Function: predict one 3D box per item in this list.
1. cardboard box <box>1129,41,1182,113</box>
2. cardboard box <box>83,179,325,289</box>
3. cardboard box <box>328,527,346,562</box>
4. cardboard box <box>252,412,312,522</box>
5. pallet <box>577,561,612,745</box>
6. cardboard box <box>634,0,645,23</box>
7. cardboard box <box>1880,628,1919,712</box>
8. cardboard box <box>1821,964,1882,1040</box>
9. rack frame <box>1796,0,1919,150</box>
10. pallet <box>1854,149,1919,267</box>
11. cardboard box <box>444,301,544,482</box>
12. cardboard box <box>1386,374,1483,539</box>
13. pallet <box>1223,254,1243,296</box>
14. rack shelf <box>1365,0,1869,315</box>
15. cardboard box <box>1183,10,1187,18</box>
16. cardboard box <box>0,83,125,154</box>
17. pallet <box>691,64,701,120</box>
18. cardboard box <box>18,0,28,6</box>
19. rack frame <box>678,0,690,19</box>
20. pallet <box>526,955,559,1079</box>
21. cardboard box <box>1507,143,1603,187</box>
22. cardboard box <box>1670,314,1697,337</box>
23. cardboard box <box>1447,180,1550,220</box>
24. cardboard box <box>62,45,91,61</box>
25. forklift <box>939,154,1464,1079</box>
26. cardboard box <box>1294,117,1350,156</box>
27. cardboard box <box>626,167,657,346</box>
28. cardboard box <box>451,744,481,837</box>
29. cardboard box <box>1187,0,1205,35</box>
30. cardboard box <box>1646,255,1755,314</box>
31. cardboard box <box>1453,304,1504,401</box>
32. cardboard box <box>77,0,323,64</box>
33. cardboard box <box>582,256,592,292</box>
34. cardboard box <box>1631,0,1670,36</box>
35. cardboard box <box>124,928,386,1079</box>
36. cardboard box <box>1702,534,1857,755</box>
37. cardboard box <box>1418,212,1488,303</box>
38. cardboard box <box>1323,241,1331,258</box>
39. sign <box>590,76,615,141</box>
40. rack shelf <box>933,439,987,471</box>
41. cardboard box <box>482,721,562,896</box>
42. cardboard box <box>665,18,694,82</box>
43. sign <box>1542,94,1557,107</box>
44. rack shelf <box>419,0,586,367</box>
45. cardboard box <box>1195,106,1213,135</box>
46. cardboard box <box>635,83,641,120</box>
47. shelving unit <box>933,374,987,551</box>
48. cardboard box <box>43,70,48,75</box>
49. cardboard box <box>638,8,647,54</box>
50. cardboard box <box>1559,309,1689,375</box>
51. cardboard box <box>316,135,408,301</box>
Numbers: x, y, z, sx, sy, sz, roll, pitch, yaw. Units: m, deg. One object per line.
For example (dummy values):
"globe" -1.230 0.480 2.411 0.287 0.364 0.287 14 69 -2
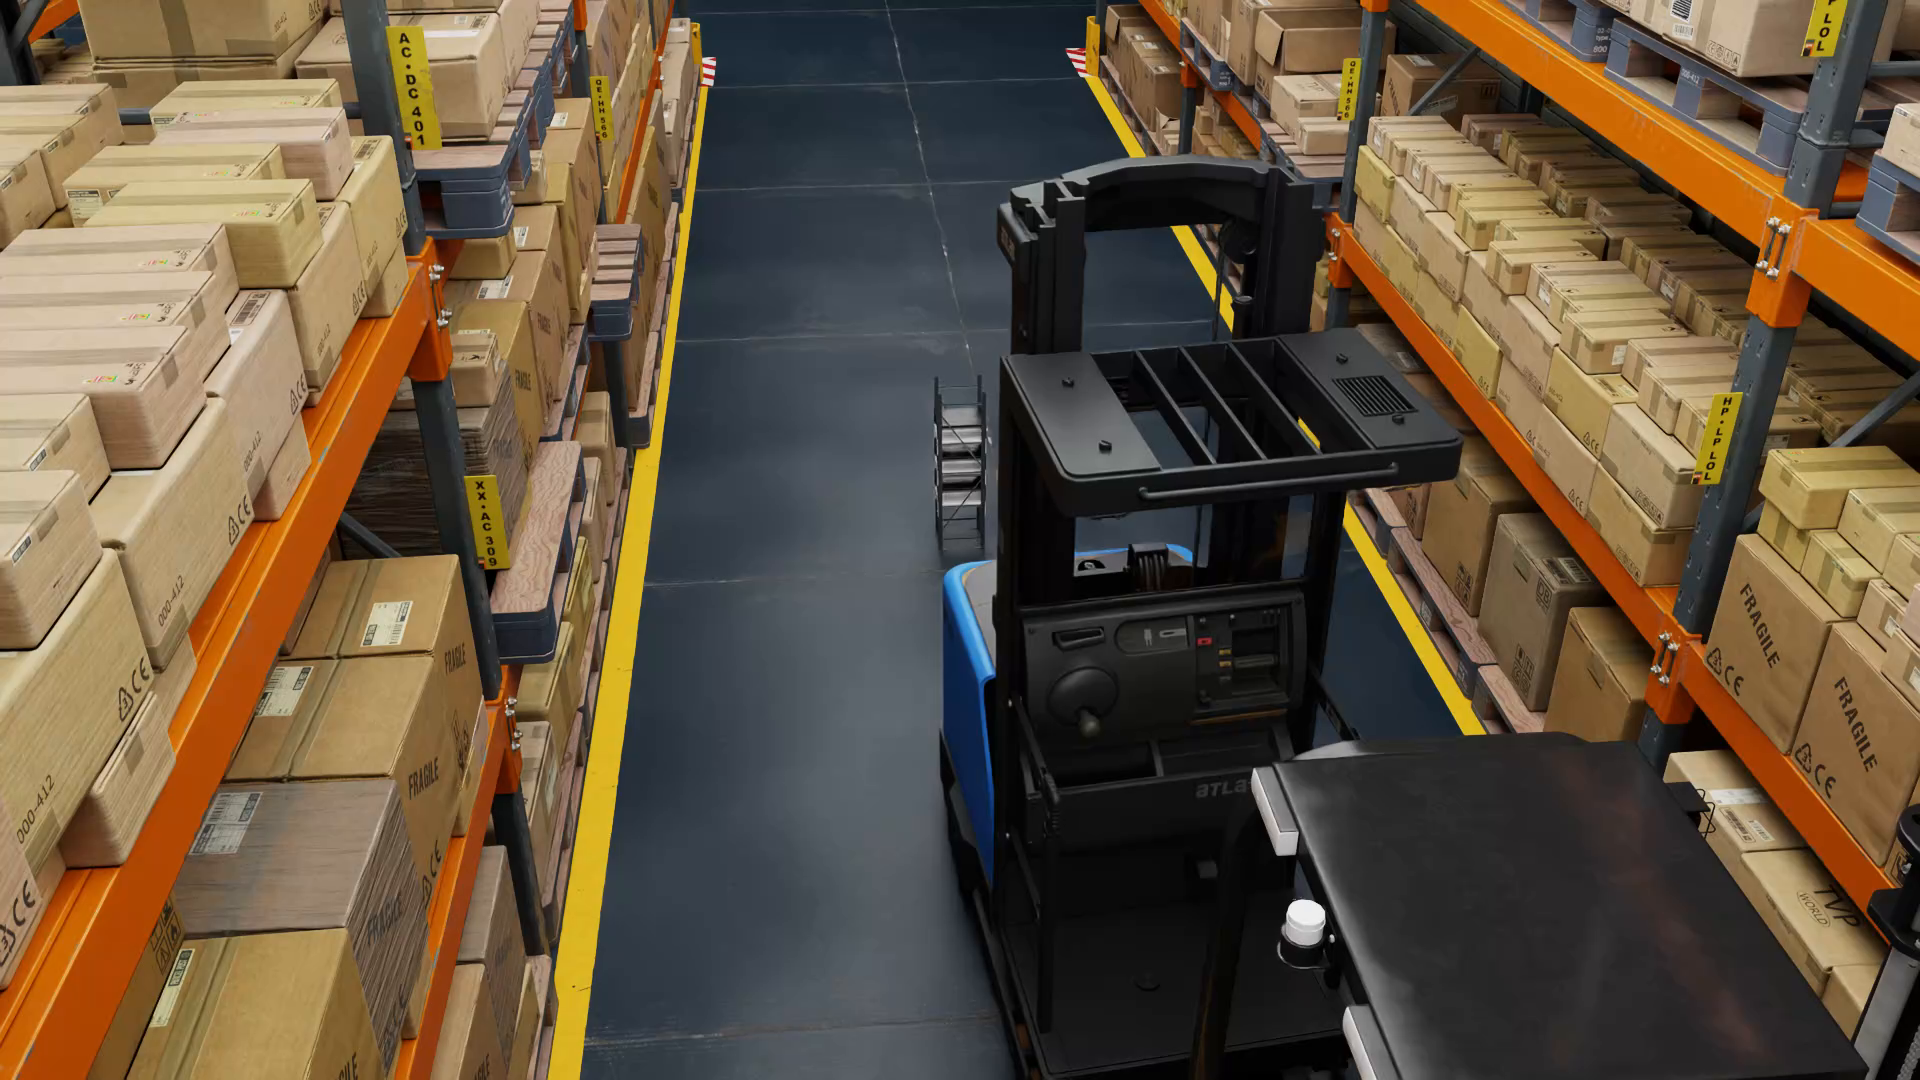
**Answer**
"cardboard box" 1.792 -4.093 14.706 0.500 0.500 0.500 -2 31 -4
"cardboard box" -1.544 -0.628 3.419 0.380 0.149 0.250 -2 31 -3
"cardboard box" -2.254 -0.226 5.405 0.500 0.500 0.500 -3 31 -6
"cardboard box" -1.567 -0.157 3.408 0.380 0.149 0.250 -2 31 -3
"pallet" -2.173 0.526 7.664 1.003 0.211 1.213 -3 31 -5
"cardboard box" -2.382 -3.726 10.991 0.500 0.500 0.500 -2 31 -4
"cardboard box" 2.754 0.358 4.496 0.380 0.149 0.250 -2 31 -3
"cardboard box" 2.788 1.458 4.680 0.500 0.250 0.500 -2 31 -3
"rack frame" 2.960 -2.465 4.101 1.000 3.000 0.127 -3 31 -5
"pallet" 3.065 -0.705 4.166 1.003 0.211 1.213 -3 31 -5
"cardboard box" -1.788 -0.509 5.881 0.500 0.500 0.500 -3 31 -4
"cardboard box" 2.699 -0.440 8.468 0.875 0.625 0.625 -2 31 -3
"pallet" 2.443 -1.739 11.455 1.003 0.211 1.213 -3 31 -5
"rack shelf" 2.773 -1.889 6.765 1.077 0.370 4.000 -3 31 -5
"cardboard box" 1.931 -4.017 12.795 0.380 0.149 0.250 -2 31 -4
"cardboard box" -2.278 -0.996 4.034 0.380 0.149 0.250 -3 31 -5
"pallet" -2.951 -4.175 15.533 1.003 0.211 1.213 -3 31 -5
"cardboard box" -7.508 -4.392 12.790 0.500 0.500 0.500 -3 31 -6
"rack frame" -3.103 -5.776 15.496 1.000 3.000 0.127 -3 31 -5
"pallet" -1.884 1.889 5.382 1.003 0.211 1.213 -3 31 -5
"cardboard box" 2.917 -1.833 8.164 0.380 0.149 0.250 -3 31 -5
"cardboard box" 3.094 -0.831 6.874 0.500 0.250 0.500 -3 31 -6
"cardboard box" 2.488 -1.550 7.690 0.380 0.149 0.250 -2 31 -4
"cardboard box" -7.754 -4.310 14.831 0.380 0.149 0.250 -2 31 -4
"forklift" 0.705 0.450 5.138 1.130 2.935 3.031 -6 31 -10
"cardboard box" 2.142 -2.321 9.546 0.380 0.149 0.250 -2 31 -4
"cardboard box" -2.417 -1.772 10.454 0.875 0.875 0.875 -2 31 -4
"cardboard box" -1.618 0.735 4.840 0.380 0.149 0.250 -2 31 -3
"cardboard box" 2.035 -3.939 11.913 0.700 0.500 0.500 -2 31 -3
"cardboard box" 3.074 -1.054 6.859 0.380 0.149 0.250 -3 31 -5
"cardboard box" 2.528 -0.844 7.385 0.500 0.250 0.500 -2 31 -3
"cardboard box" -2.163 -1.558 4.757 0.500 0.250 0.500 -2 31 -3
"cardboard box" -1.910 -1.219 7.702 0.380 0.149 0.250 -4 31 -7
"cardboard box" 2.554 -1.839 5.717 0.380 0.149 0.250 -3 31 -5
"cardboard box" -1.532 1.183 3.457 0.500 0.500 0.500 -3 31 -6
"cardboard box" 2.741 0.307 5.214 0.500 0.500 0.500 -4 31 -6
"cardboard box" 2.461 -1.320 7.693 0.500 0.250 0.500 -4 31 -6
"cardboard box" 2.231 -1.695 10.058 0.380 0.149 0.250 -4 31 -7
"sign" -1.816 -2.186 8.432 0.100 0.325 0.005 -3 31 -5
"rack shelf" -0.001 -0.439 8.497 0.258 0.077 0.200 -3 31 -5
"cardboard box" -2.034 1.030 6.253 0.950 0.372 0.625 -2 31 -4
"cardboard box" -2.942 -4.525 15.489 0.875 0.438 0.875 -4 31 -6
"sign" 3.138 -2.457 8.809 0.100 0.325 0.005 -3 31 -5
"rack shelf" -2.169 -1.650 6.363 1.077 0.370 4.000 -3 31 -5
"cardboard box" 1.981 -3.164 12.517 0.380 0.149 0.250 -1 31 -2
"cardboard box" -2.362 -2.934 10.884 0.500 0.250 0.500 -4 31 -6
"shelving unit" -0.001 -0.390 8.526 0.258 0.900 0.210 -3 31 -5
"cardboard box" -8.148 -4.029 14.650 0.380 0.149 0.250 -2 31 -4
"cardboard box" -2.392 -3.416 11.203 0.500 0.250 0.500 -2 31 -3
"cardboard box" 2.537 -0.761 6.369 0.380 0.149 0.250 -4 31 -6
"cardboard box" -1.673 -0.787 4.074 0.500 0.250 0.500 -3 31 -5
